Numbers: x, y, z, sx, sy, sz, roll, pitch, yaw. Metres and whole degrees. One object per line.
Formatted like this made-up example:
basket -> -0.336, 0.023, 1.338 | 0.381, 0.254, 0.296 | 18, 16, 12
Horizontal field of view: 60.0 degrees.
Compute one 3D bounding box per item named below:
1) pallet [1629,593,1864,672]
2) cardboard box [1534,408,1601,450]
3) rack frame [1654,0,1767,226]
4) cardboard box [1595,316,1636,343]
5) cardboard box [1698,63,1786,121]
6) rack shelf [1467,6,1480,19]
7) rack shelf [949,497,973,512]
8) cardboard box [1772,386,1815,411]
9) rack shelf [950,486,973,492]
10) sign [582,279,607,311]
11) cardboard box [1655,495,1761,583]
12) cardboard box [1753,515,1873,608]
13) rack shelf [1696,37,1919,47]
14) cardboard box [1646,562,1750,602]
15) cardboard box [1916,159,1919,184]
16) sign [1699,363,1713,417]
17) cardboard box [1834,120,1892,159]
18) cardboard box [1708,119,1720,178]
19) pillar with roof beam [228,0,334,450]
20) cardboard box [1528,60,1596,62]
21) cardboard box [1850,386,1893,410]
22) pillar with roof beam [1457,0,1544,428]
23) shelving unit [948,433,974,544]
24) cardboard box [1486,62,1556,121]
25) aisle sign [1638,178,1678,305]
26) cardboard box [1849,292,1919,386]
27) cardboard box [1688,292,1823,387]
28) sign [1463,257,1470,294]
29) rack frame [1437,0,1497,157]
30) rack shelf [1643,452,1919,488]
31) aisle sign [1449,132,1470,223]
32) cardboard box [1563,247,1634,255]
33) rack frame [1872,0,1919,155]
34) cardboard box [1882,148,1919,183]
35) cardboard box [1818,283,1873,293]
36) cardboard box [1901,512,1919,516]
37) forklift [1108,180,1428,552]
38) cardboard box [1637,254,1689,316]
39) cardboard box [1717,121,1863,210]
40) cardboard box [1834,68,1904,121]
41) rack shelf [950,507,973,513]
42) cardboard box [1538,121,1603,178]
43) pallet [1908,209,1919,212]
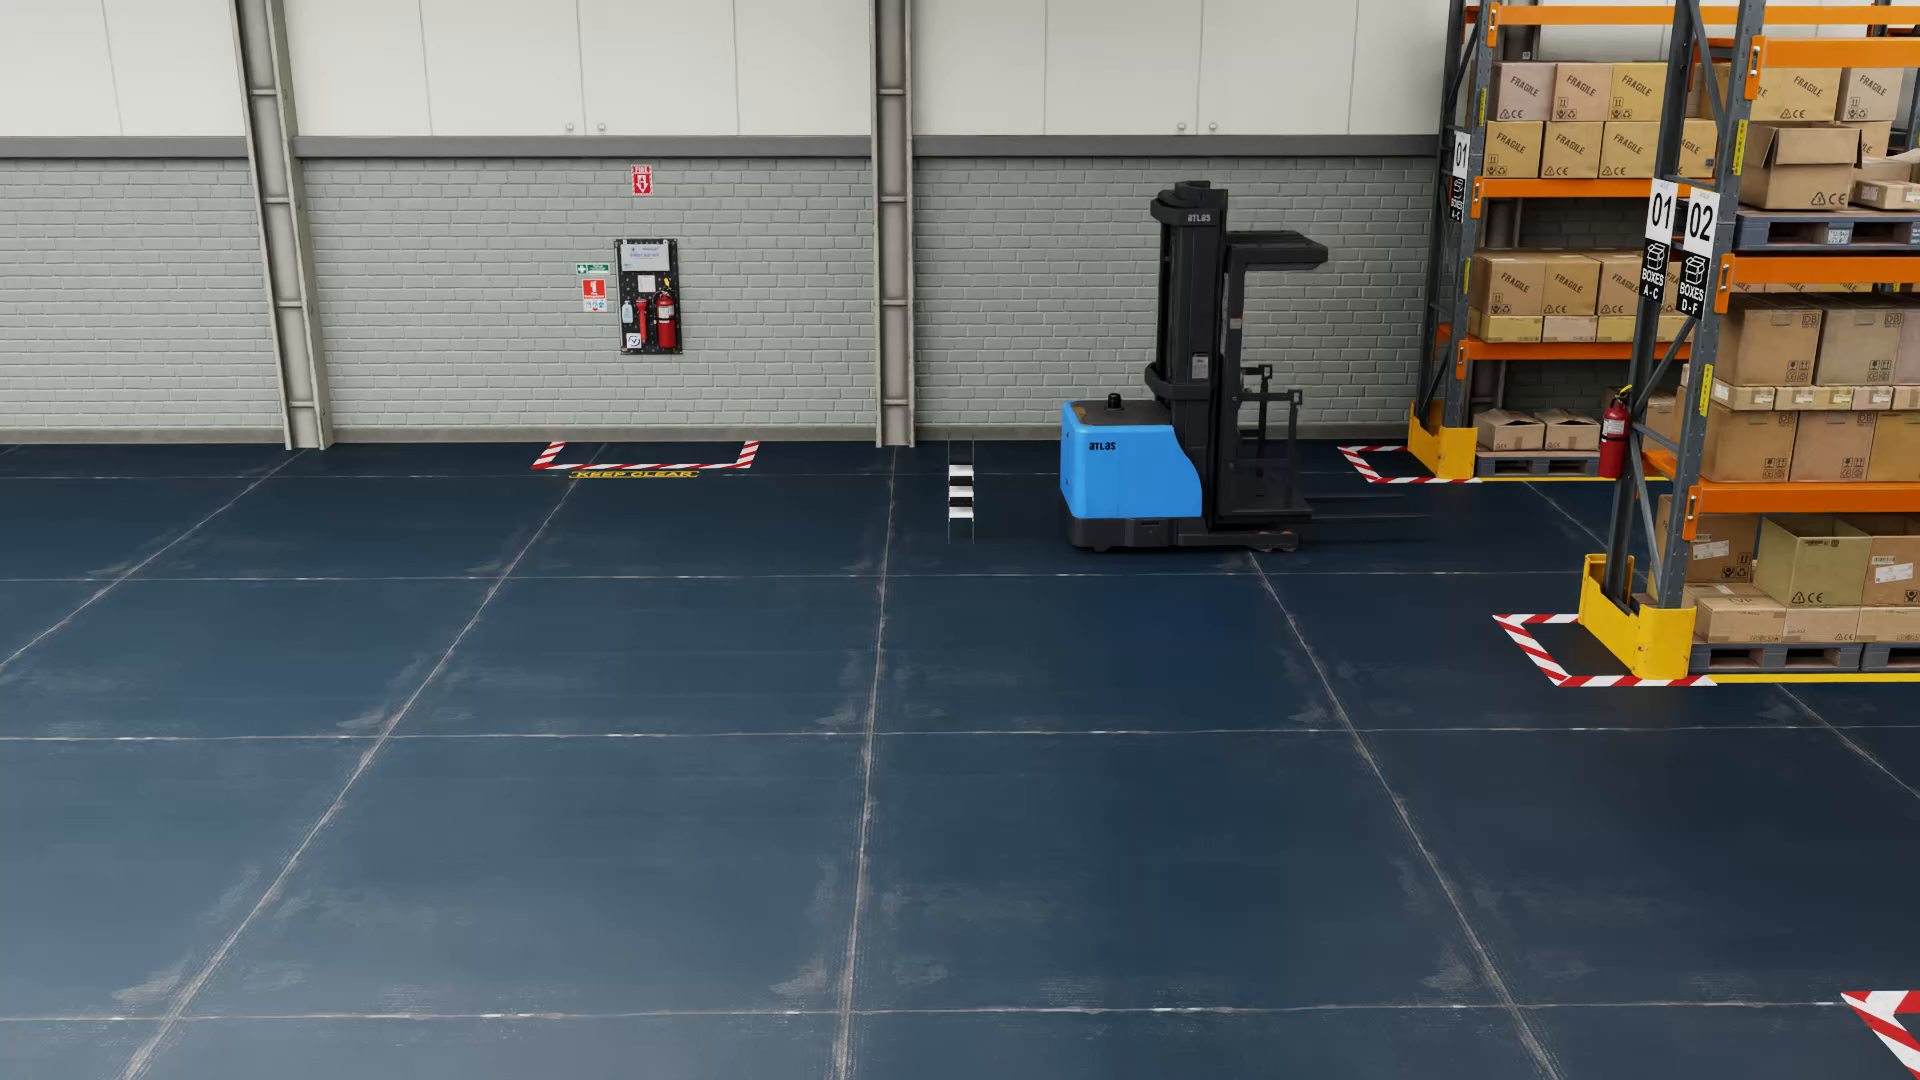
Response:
pallet -> 5.497, 0.640, 11.708 | 1.213, 0.211, 1.003 | 0, 18, -1
cardboard box -> 5.914, -1.092, 16.224 | 0.500, 0.311, 0.500 | 1, 18, 4
rack frame -> 4.733, -3.528, 10.315 | 0.127, 3.000, 1.000 | 0, 18, -1
cardboard box -> 6.172, -2.036, 15.695 | 0.500, 0.250, 0.500 | -1, 18, -2
cardboard box -> 7.084, -4.069, 15.076 | 0.500, 0.500, 0.500 | -1, 18, -3
rack shelf -> 6.651, -4.800, 15.141 | 3.809, 0.124, 0.919 | 0, 18, -1
rack shelf -> 0.008, -0.311, 13.948 | 0.200, 0.077, 0.258 | 0, 18, -1
cardboard box -> 5.393, -0.966, 10.924 | 0.250, 0.149, 0.380 | -1, 18, -2
rack shelf -> 0.008, -0.416, 13.914 | 0.190, 0.026, 0.221 | 0, 18, -1
sign -> -3.688, -2.469, 16.775 | 0.234, 0.329, 0.001 | 0, 18, -1
cardboard box -> 5.265, -0.013, 11.764 | 0.500, 0.500, 0.500 | 0, 18, -1
cardboard box -> 5.773, 0.143, 11.278 | 0.500, 0.500, 0.500 | 0, 18, -1
rack shelf -> 6.733, -3.132, 10.475 | 3.809, 0.052, 0.919 | 0, 18, -1
cardboard box -> 5.265, 0.345, 11.876 | 0.500, 0.250, 0.500 | 0, 18, -1
cardboard box -> 6.398, -2.339, 10.437 | 0.500, 0.500, 0.500 | 0, 18, -1
sign -> 4.736, -0.952, 10.558 | 0.005, 0.325, 0.100 | 0, 18, -1
cardboard box -> 8.147, -3.611, 15.288 | 0.500, 0.500, 0.500 | 0, 18, 1
cardboard box -> 7.090, -3.599, 15.248 | 0.500, 0.500, 0.500 | -1, 18, -3
pillar with roof beam -> -6.593, -3.936, 11.586 | 0.400, 9.000, 9.100 | 0, 18, -1
cardboard box -> 5.623, -4.234, 15.592 | 0.500, 0.500, 0.500 | 1, 18, 3
cardboard box -> 5.894, -0.968, 10.928 | 0.250, 0.149, 0.380 | -1, 18, -2
pillar with roof beam -> 5.405, -3.994, 11.766 | 0.400, 9.000, 9.100 | 0, 18, -1
shelving unit -> 0.008, -0.429, 13.910 | 0.210, 0.900, 0.258 | 0, 18, -1
cardboard box -> 5.040, -4.074, 15.093 | 0.500, 0.500, 0.500 | -2, 18, -5
aisle sign -> 4.663, -1.999, 11.112 | 0.004, 0.787, 0.394 | 0, 18, -1
cardboard box -> 6.283, -1.343, 11.035 | 0.500, 0.500, 0.700 | 0, 18, -1
cardboard box -> 5.253, -1.336, 11.013 | 0.500, 0.500, 0.700 | 0, 18, -1
sign -> 4.660, -2.431, 15.298 | 0.005, 0.325, 0.100 | 0, 18, -1
rack frame -> 4.651, -5.041, 15.031 | 0.127, 3.000, 1.000 | 0, 18, -1
rack shelf -> 6.733, -0.432, 11.341 | 3.809, 0.124, 0.919 | 0, 18, -1
aisle sign -> 4.584, -3.331, 15.263 | 0.004, 0.787, 0.394 | 0, 18, -1
cardboard box -> 9.015, 2.678, 1.985 | 6.802, 1.850, 30.447 | 0, 18, 1
rack frame -> 8.651, -5.061, 15.091 | 0.127, 3.000, 1.000 | 0, 18, -1
cardboard box -> 6.436, -2.413, 10.978 | 0.500, 0.311, 0.500 | 2, 18, 6
cardboard box -> 8.183, -2.402, 15.611 | 0.500, 0.500, 0.500 | 0, 18, -1
cardboard box -> 6.764, -0.024, 11.799 | 0.500, 0.500, 0.500 | 0, 18, -1
forklift -> 2.398, -1.453, 13.780 | 3.031, 2.935, 1.110 | -1, 18, -3
cardboard box -> 6.660, -2.396, 15.592 | 0.500, 0.500, 0.500 | 0, 18, 1
cardboard box -> 5.308, -2.417, 10.676 | 0.637, 0.503, 0.797 | 1, 18, 3
cardboard box -> 8.154, -4.080, 15.112 | 0.500, 0.500, 0.500 | -2, 18, -6
rack shelf -> 0.008, -0.245, 13.969 | 0.190, 0.026, 0.221 | 0, 18, -1
cardboard box -> 5.527, -3.587, 15.212 | 0.500, 0.500, 0.500 | 1, 18, 3
pallet -> 6.663, -2.060, 10.793 | 1.213, 0.211, 1.003 | 0, 18, -1
